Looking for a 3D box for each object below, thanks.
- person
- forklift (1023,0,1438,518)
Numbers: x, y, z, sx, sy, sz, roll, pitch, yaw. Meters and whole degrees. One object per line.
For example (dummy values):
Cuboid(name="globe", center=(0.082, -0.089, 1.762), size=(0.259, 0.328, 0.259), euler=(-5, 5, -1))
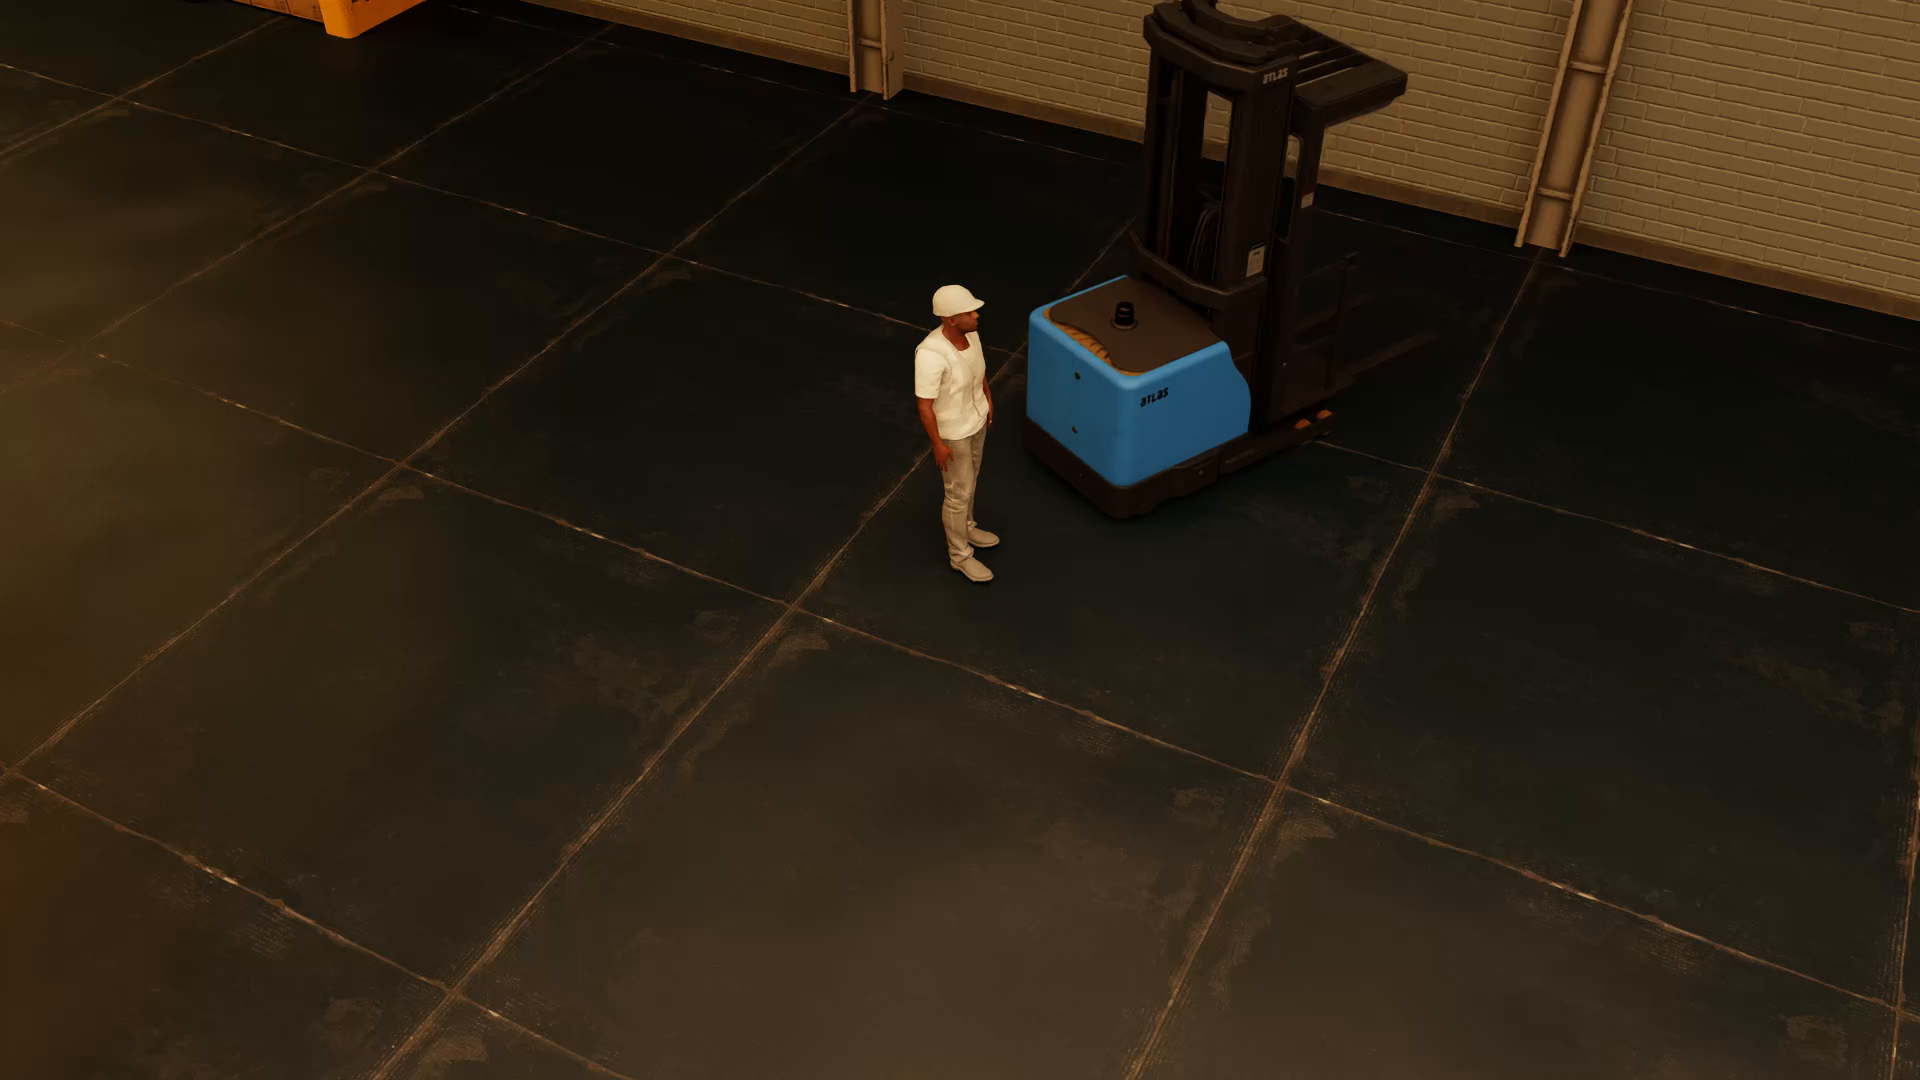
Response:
Cuboid(name="person", center=(0.060, -0.655, 9.662), size=(0.574, 1.763, 0.665), euler=(18, 43, 21))
Cuboid(name="forklift", center=(1.913, -2.007, 10.369), size=(3.031, 2.935, 1.130), euler=(-24, 46, -26))
